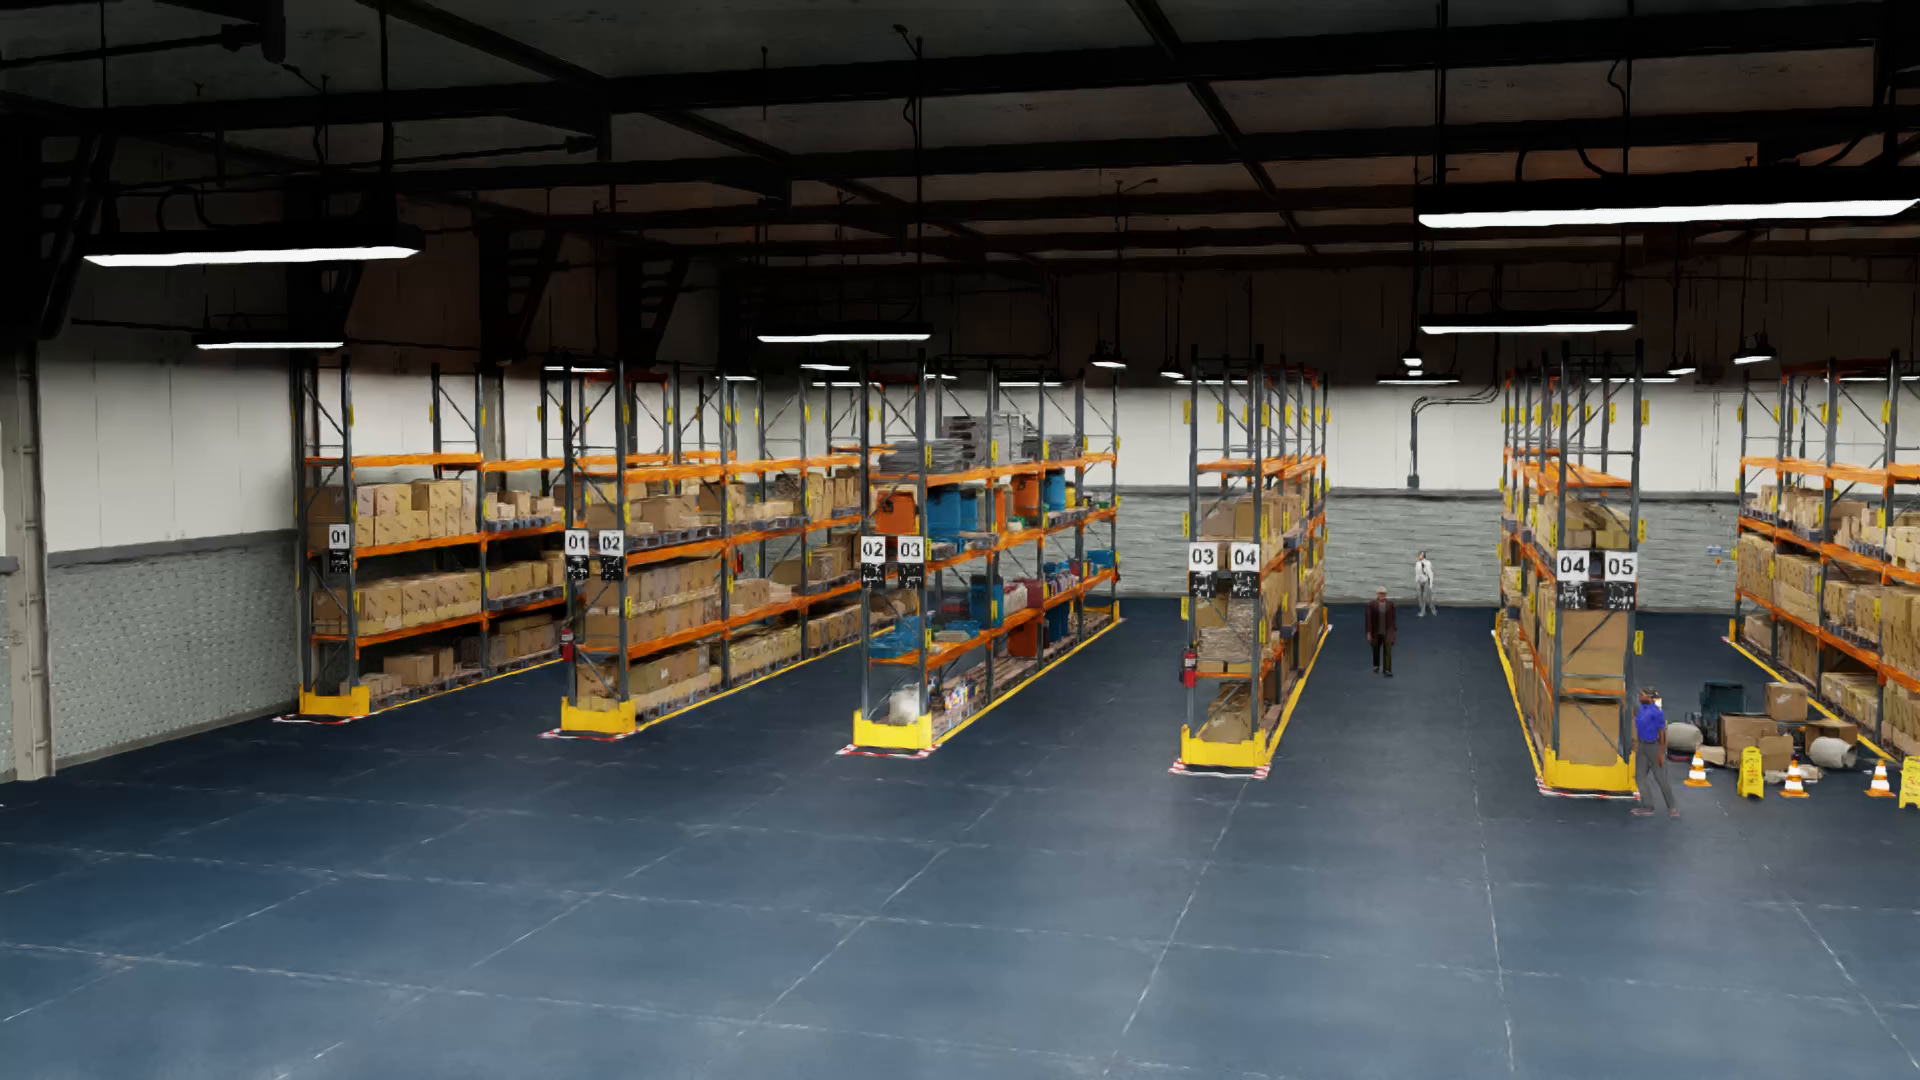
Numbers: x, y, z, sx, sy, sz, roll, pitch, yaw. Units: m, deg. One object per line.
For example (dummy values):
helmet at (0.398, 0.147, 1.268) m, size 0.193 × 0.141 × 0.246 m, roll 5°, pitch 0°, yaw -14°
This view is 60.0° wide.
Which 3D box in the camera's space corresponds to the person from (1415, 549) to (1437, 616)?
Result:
person at (11.656, 1.058, 41.612) m, size 0.545 × 1.666 × 0.526 m, roll -3°, pitch 5°, yaw -37°

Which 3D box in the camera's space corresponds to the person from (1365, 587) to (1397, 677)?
person at (8.069, 1.739, 31.890) m, size 0.601 × 1.694 × 1.186 m, roll 1°, pitch 4°, yaw 13°

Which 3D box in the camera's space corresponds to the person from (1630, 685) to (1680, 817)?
person at (8.704, 2.630, 20.790) m, size 0.520 × 1.647 × 0.567 m, roll -1°, pitch 4°, yaw -12°
